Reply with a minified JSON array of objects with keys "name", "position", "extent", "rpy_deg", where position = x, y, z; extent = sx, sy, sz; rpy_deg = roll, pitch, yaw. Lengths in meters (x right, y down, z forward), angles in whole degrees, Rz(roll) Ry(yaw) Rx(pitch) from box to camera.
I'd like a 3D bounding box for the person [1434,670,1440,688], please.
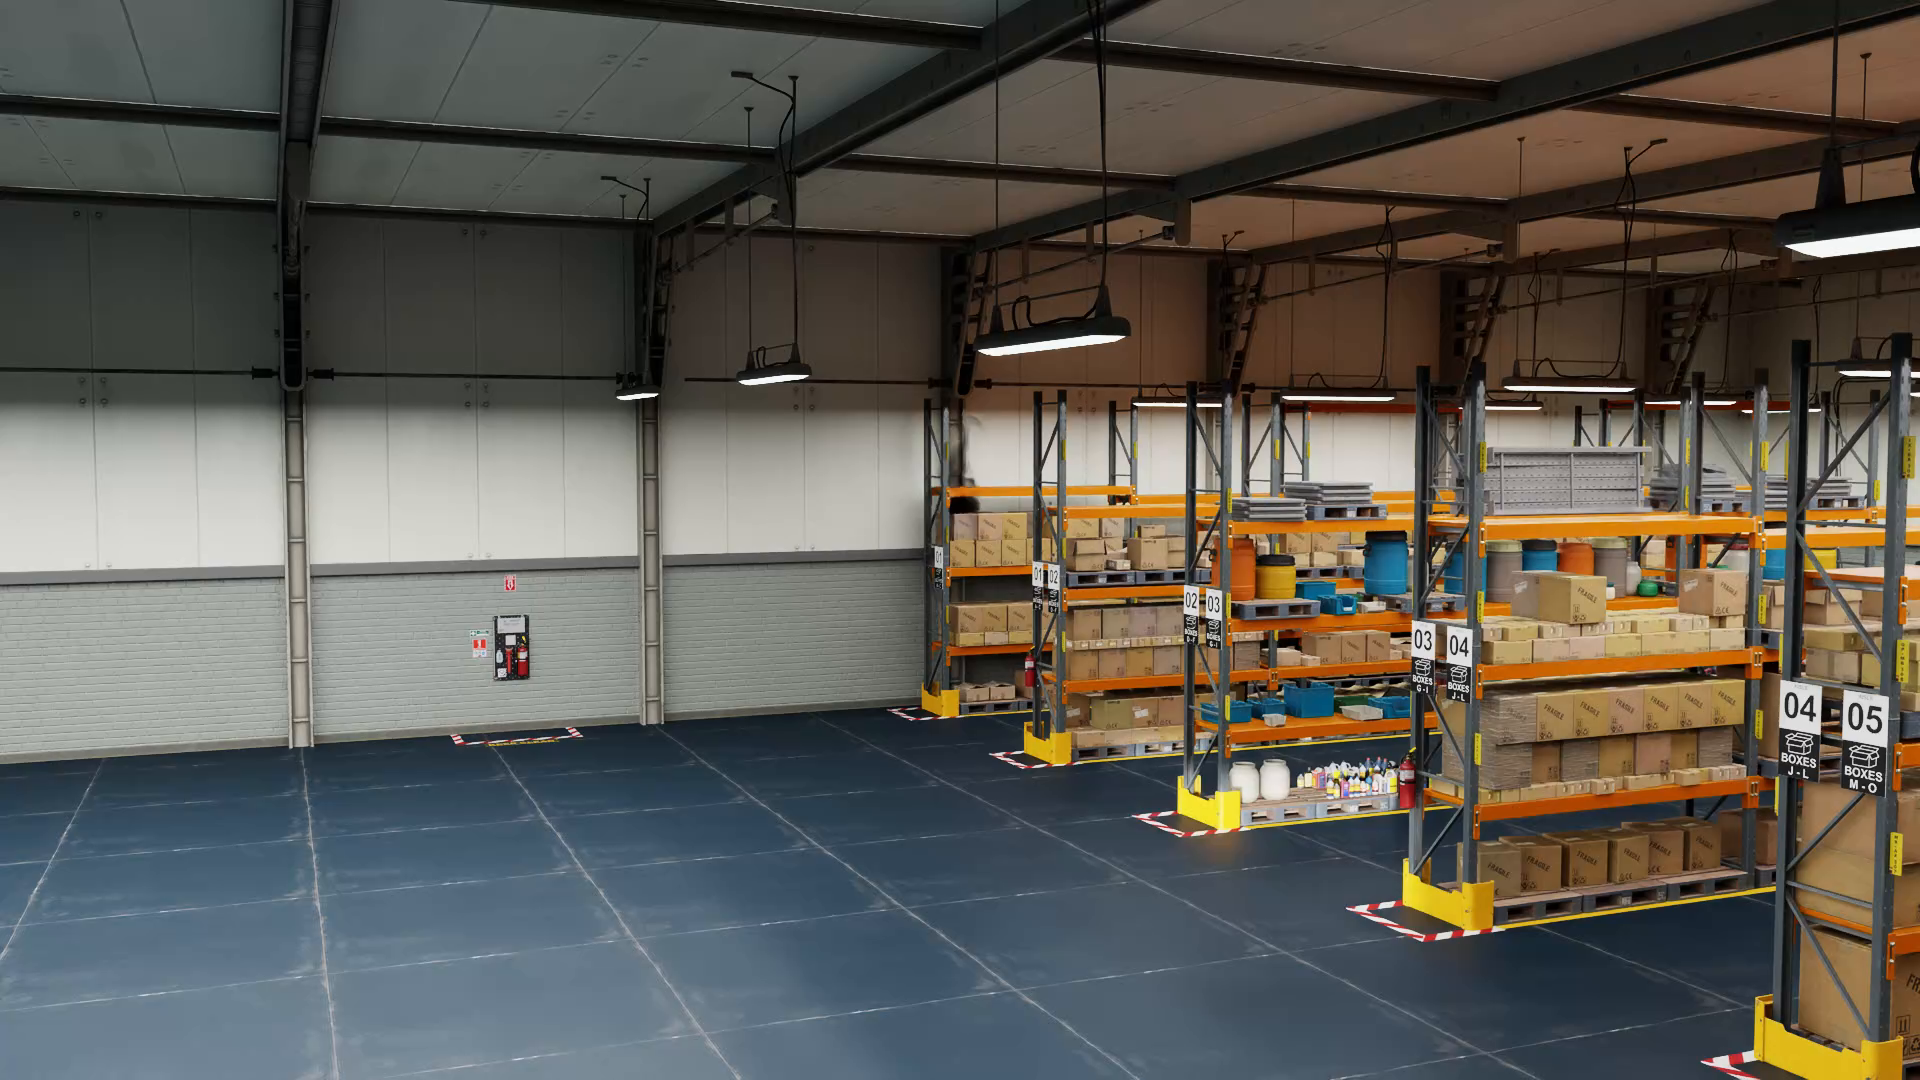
[{"name":"person","position":[9.745,2.328,33.639],"extent":[0.715,1.743,0.710],"rpy_deg":[-2,4,-29]}]
